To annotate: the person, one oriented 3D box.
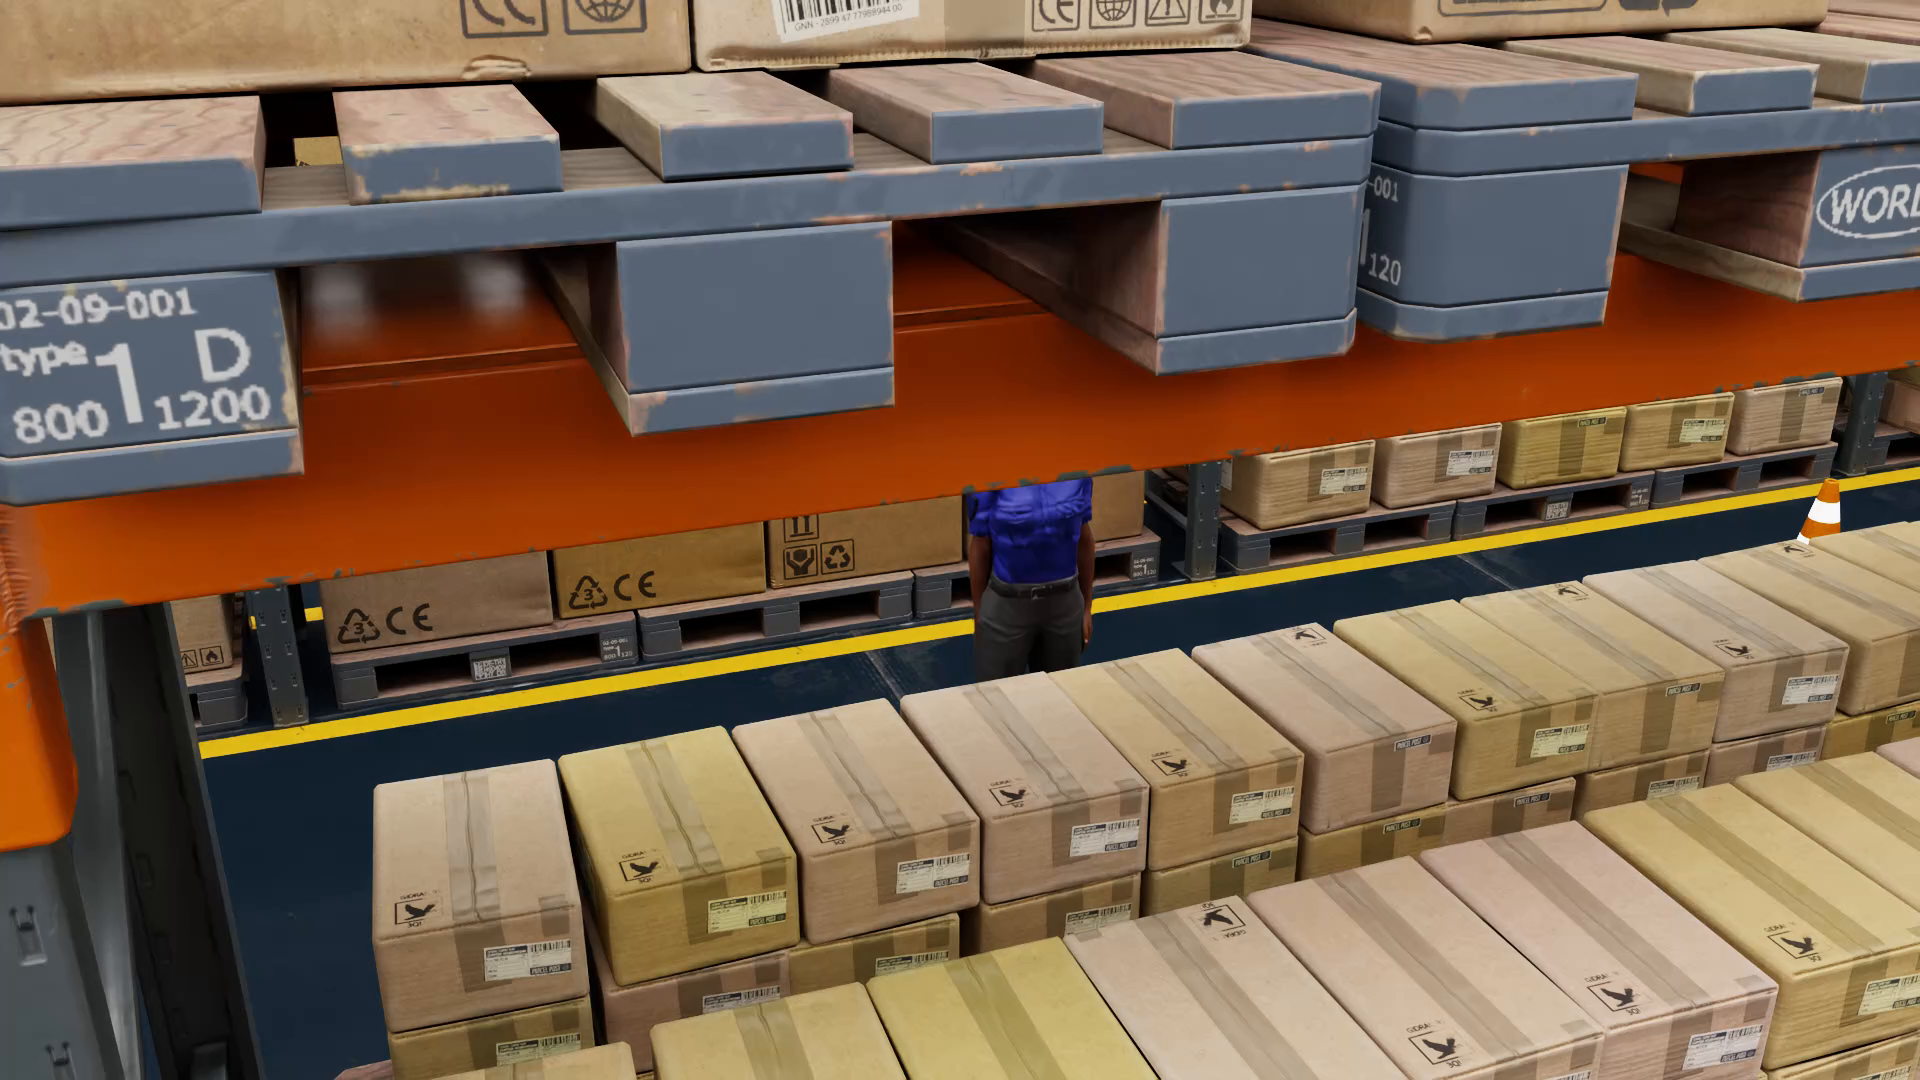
[{"bbox_3d":[0.246,0.252,5.503,0.433,1.673,0.324,-8,24,-18],"label":"person"}]
